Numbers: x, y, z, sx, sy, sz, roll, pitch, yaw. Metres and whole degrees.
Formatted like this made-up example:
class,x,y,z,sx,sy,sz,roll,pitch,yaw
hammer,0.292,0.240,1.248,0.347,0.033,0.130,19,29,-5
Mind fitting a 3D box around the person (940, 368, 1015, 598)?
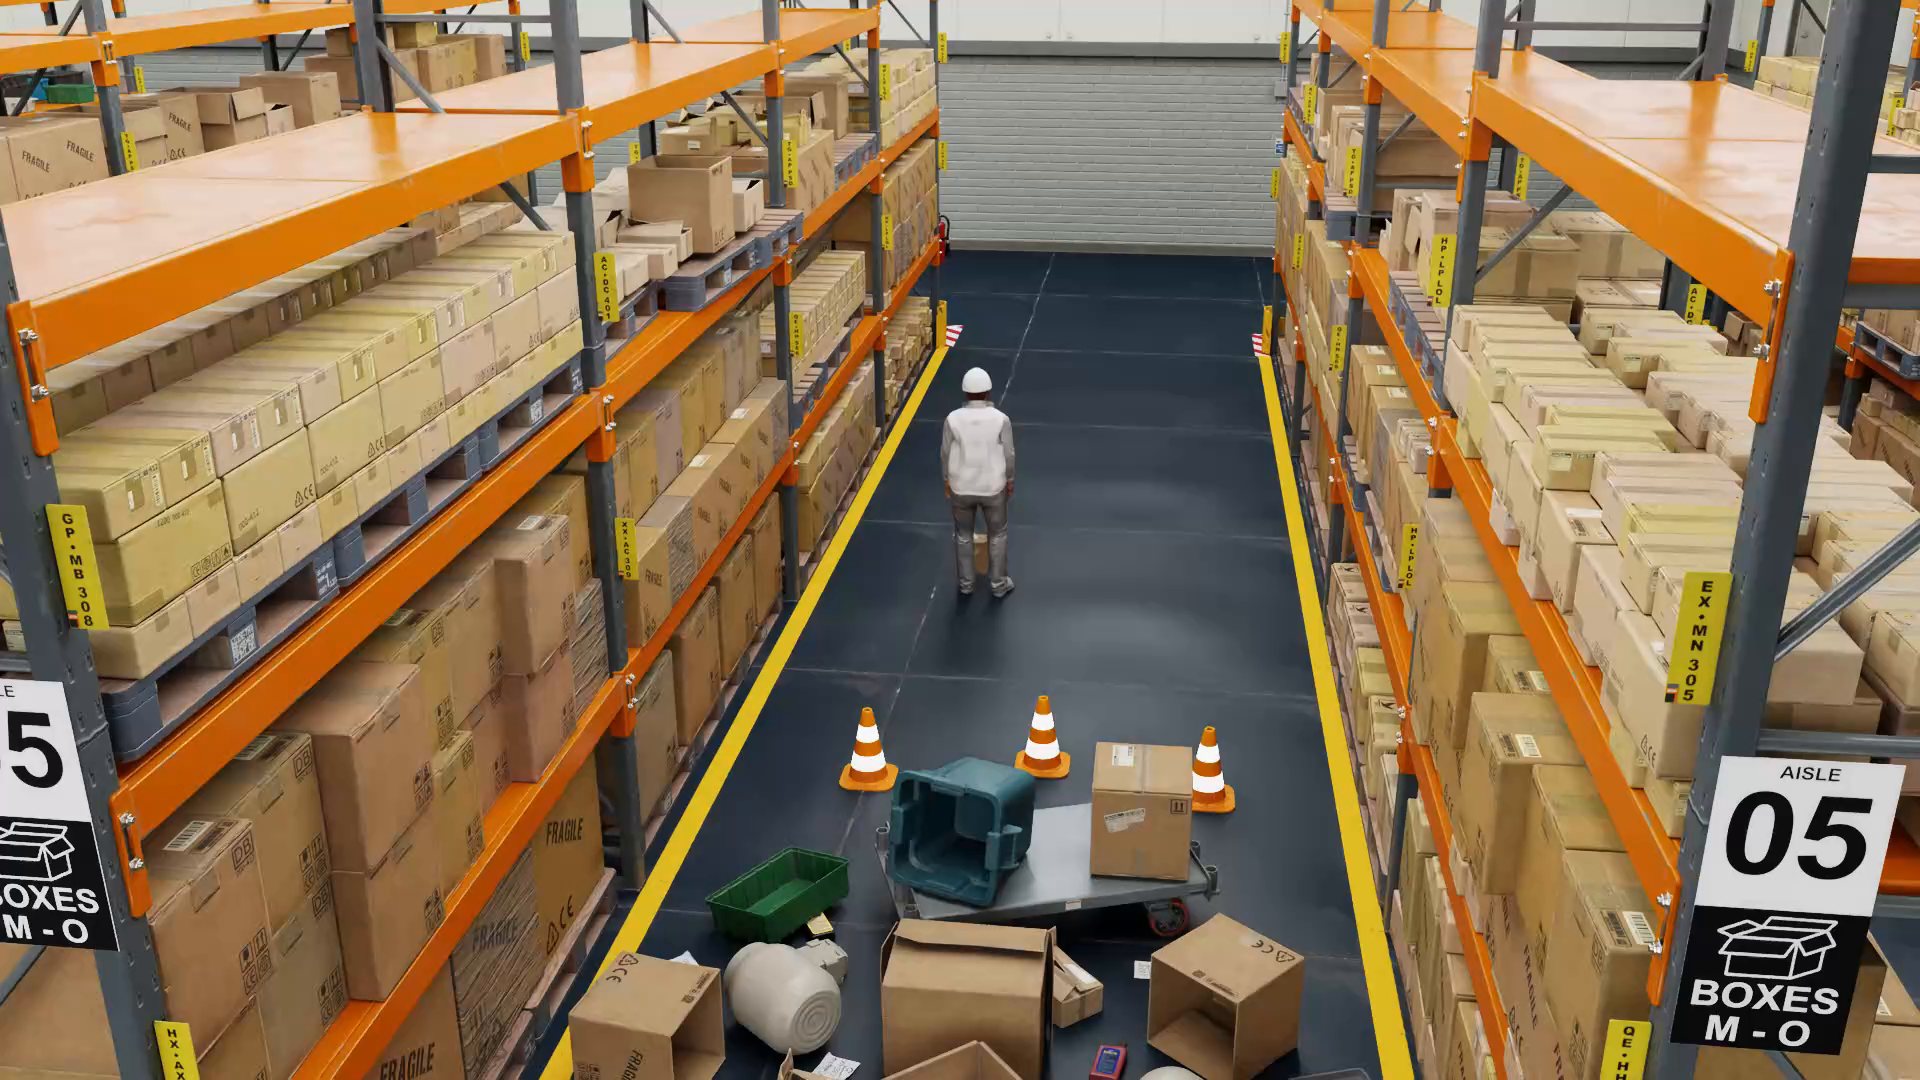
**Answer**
class,x,y,z,sx,sy,sz,roll,pitch,yaw
person,0.136,-0.427,12.582,0.568,1.773,0.473,2,21,5
